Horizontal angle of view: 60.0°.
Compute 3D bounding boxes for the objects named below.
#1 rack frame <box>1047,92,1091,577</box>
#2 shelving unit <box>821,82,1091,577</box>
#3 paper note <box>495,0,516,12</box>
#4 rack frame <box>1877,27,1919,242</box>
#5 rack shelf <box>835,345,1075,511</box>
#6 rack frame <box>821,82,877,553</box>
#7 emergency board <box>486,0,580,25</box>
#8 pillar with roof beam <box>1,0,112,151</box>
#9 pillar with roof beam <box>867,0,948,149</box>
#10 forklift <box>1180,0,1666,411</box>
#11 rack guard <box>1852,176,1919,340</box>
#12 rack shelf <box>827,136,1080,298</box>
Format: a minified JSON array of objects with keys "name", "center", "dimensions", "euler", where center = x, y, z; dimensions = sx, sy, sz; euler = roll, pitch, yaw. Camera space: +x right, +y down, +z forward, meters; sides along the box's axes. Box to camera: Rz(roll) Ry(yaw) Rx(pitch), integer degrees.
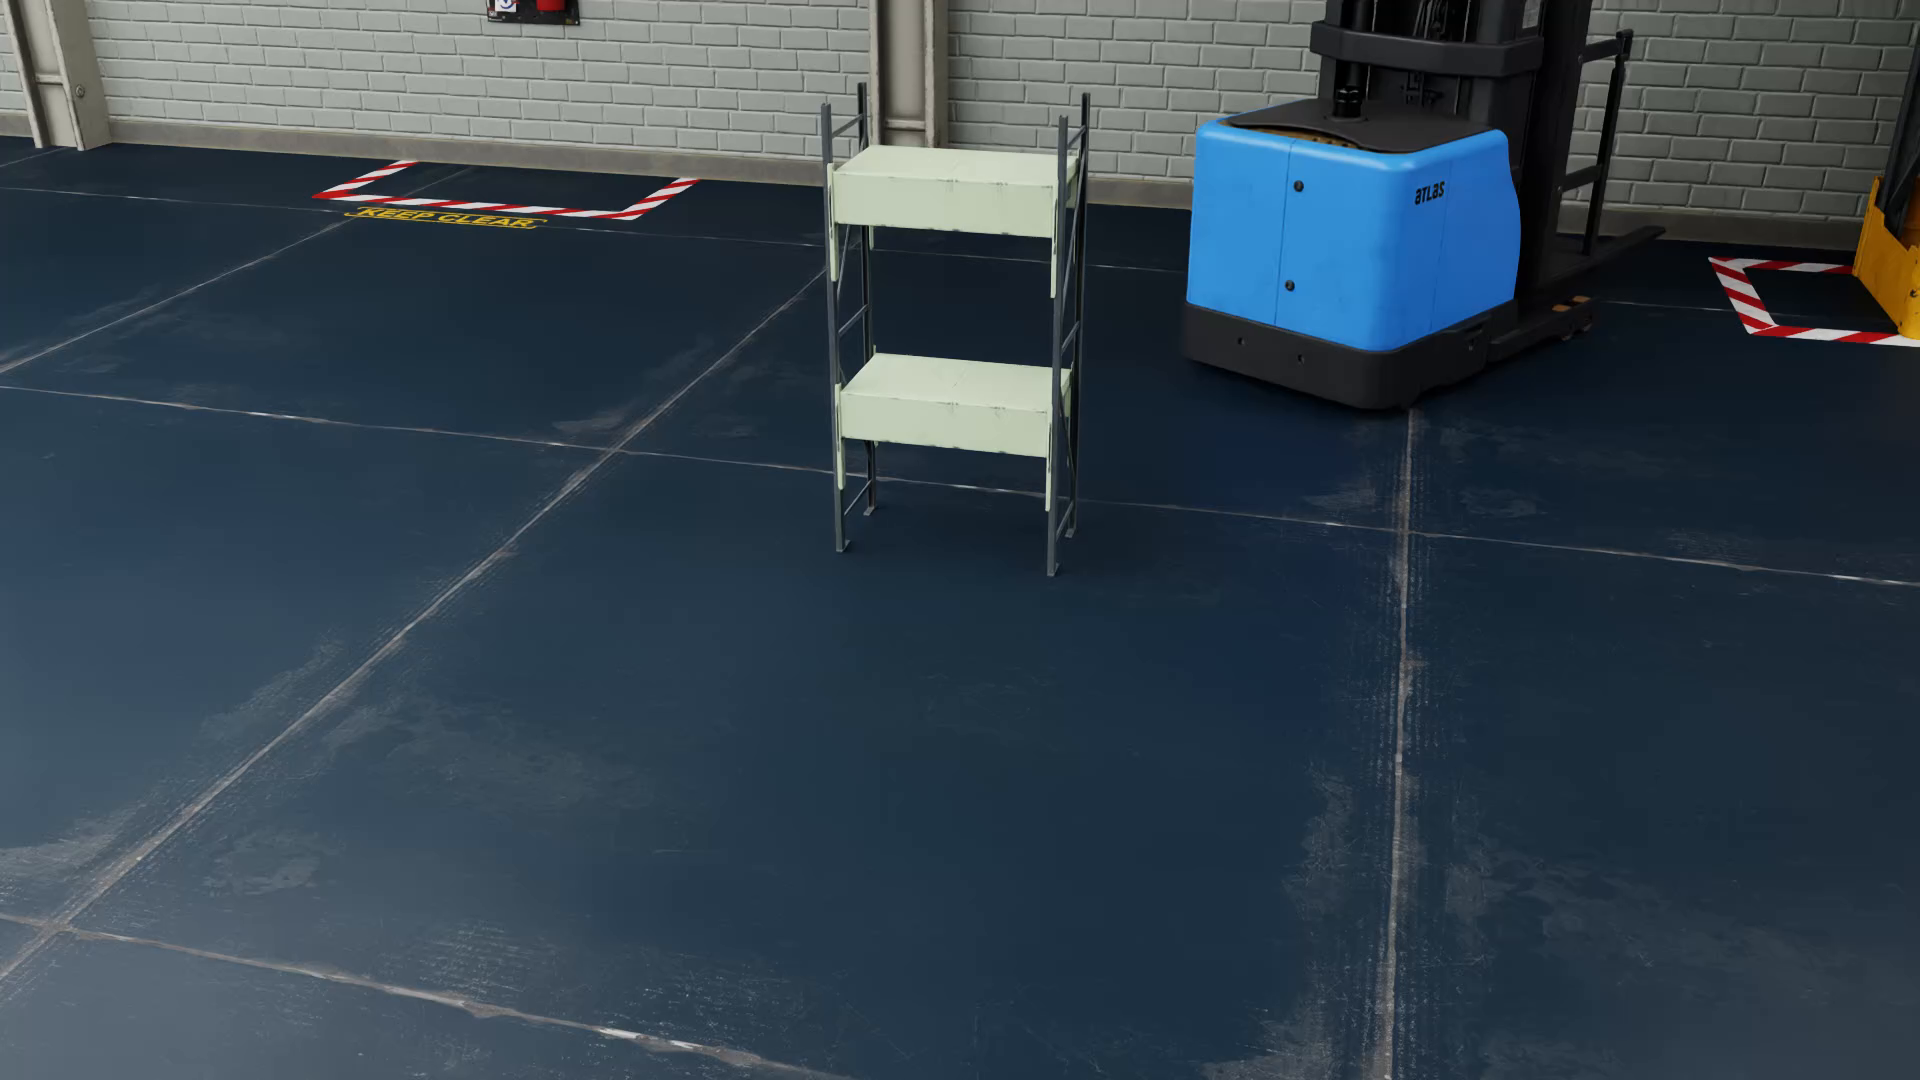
[{"name":"rack frame","center":[0.348,-0.639,5.347],"dimensions":[0.023,1.500,0.400],"euler":[6,26,13]},{"name":"shelving unit","center":[-0.006,-0.678,5.429],"dimensions":[0.755,1.500,0.431],"euler":[6,26,13]},{"name":"paper note","center":[-2.841,-3.377,10.378],"dimensions":[0.142,0.148,0.016],"euler":[6,26,13]},{"name":"rack frame","center":[4.615,-2.519,7.551],"dimensions":[0.127,3.000,1.000],"euler":[6,26,13]},{"name":"rack shelf","center":[-0.006,-0.384,5.569],"dimensions":[0.720,0.370,0.431],"euler":[6,26,13]},{"name":"rack frame","center":[-0.361,-0.717,5.511],"dimensions":[0.023,1.500,0.400],"euler":[6,26,13]},{"name":"emergency board","center":[-2.686,-3.727,10.089],"dimensions":[0.643,1.169,0.194],"euler":[6,26,13]},{"name":"pillar with roof beam","center":[-7.186,-5.005,5.795],"dimensions":[0.400,9.000,9.100],"euler":[6,26,13]},{"name":"pillar with roof beam","center":[-1.375,-4.363,4.445],"dimensions":[0.400,9.000,9.100],"euler":[6,26,13]},{"name":"forklift","center":[2.363,-2.382,7.344],"dimensions":[1.130,2.935,3.031],"euler":[23,34,40]},{"name":"rack guard","center":[4.689,-1.382,8.072],"dimensions":[0.348,0.500,1.175],"euler":[6,26,13]},{"name":"rack shelf","center":[-0.006,-1.030,5.261],"dimensions":[0.720,0.370,0.431],"euler":[6,26,13]}]
